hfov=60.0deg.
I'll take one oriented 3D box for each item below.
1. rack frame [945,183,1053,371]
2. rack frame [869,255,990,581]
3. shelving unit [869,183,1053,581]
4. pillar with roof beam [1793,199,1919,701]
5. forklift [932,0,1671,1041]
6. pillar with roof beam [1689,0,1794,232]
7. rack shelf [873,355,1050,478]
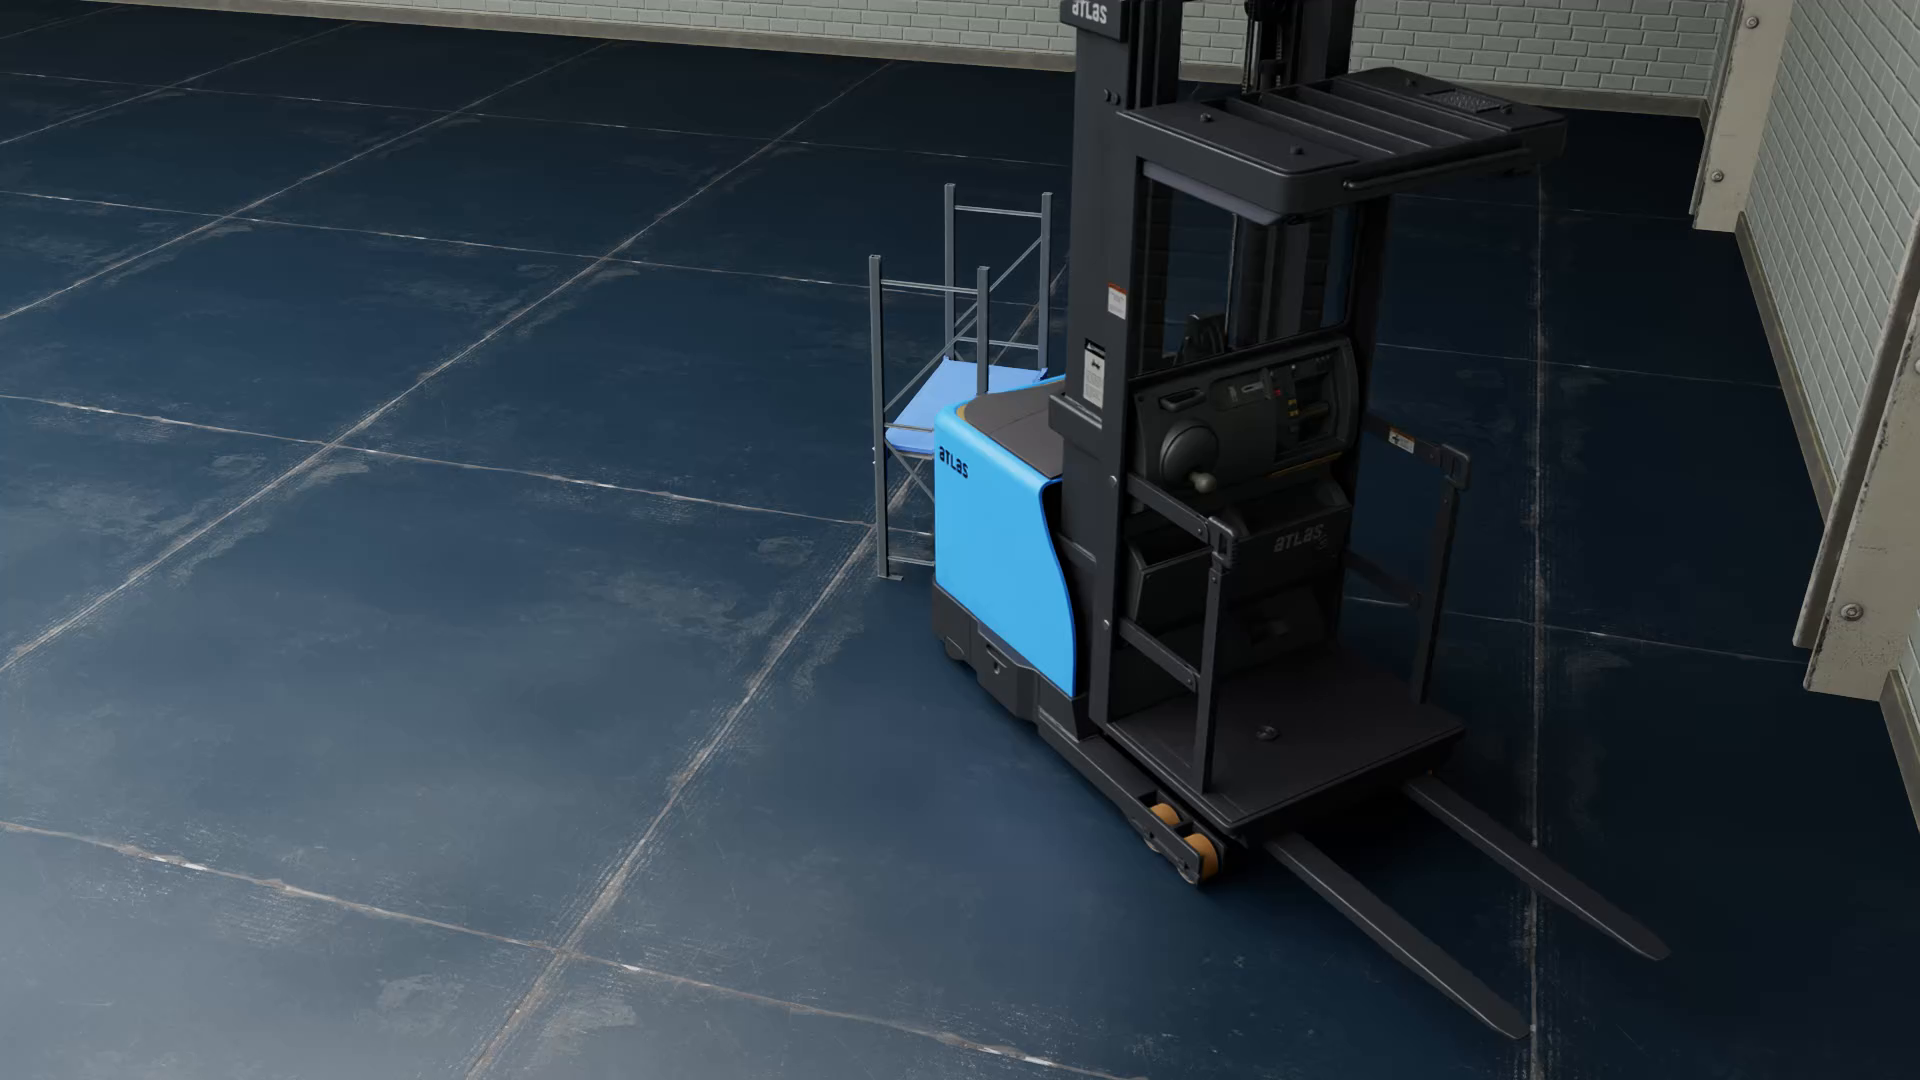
[{"bbox_3d":[0.174,-0.931,7.881,0.500,1.500,0.032,8,30,15],"label":"rack frame"},{"bbox_3d":[-0.124,-0.459,7.032,0.500,1.500,0.032,8,30,15],"label":"rack frame"},{"bbox_3d":[0.025,-0.695,7.457,0.538,1.500,1.048,8,30,15],"label":"shelving unit"},{"bbox_3d":[-0.521,-4.016,5.712,9.100,9.000,0.400,8,30,15],"label":"pillar with roof beam"},{"bbox_3d":[1.081,-0.374,5.408,1.130,2.935,3.031,-17,33,-27],"label":"forklift"},{"bbox_3d":[1.240,-6.804,10.725,9.100,9.000,0.400,8,30,15],"label":"pillar with roof beam"},{"bbox_3d":[0.025,-0.538,7.544,0.538,0.185,1.000,8,30,15],"label":"rack shelf"}]
